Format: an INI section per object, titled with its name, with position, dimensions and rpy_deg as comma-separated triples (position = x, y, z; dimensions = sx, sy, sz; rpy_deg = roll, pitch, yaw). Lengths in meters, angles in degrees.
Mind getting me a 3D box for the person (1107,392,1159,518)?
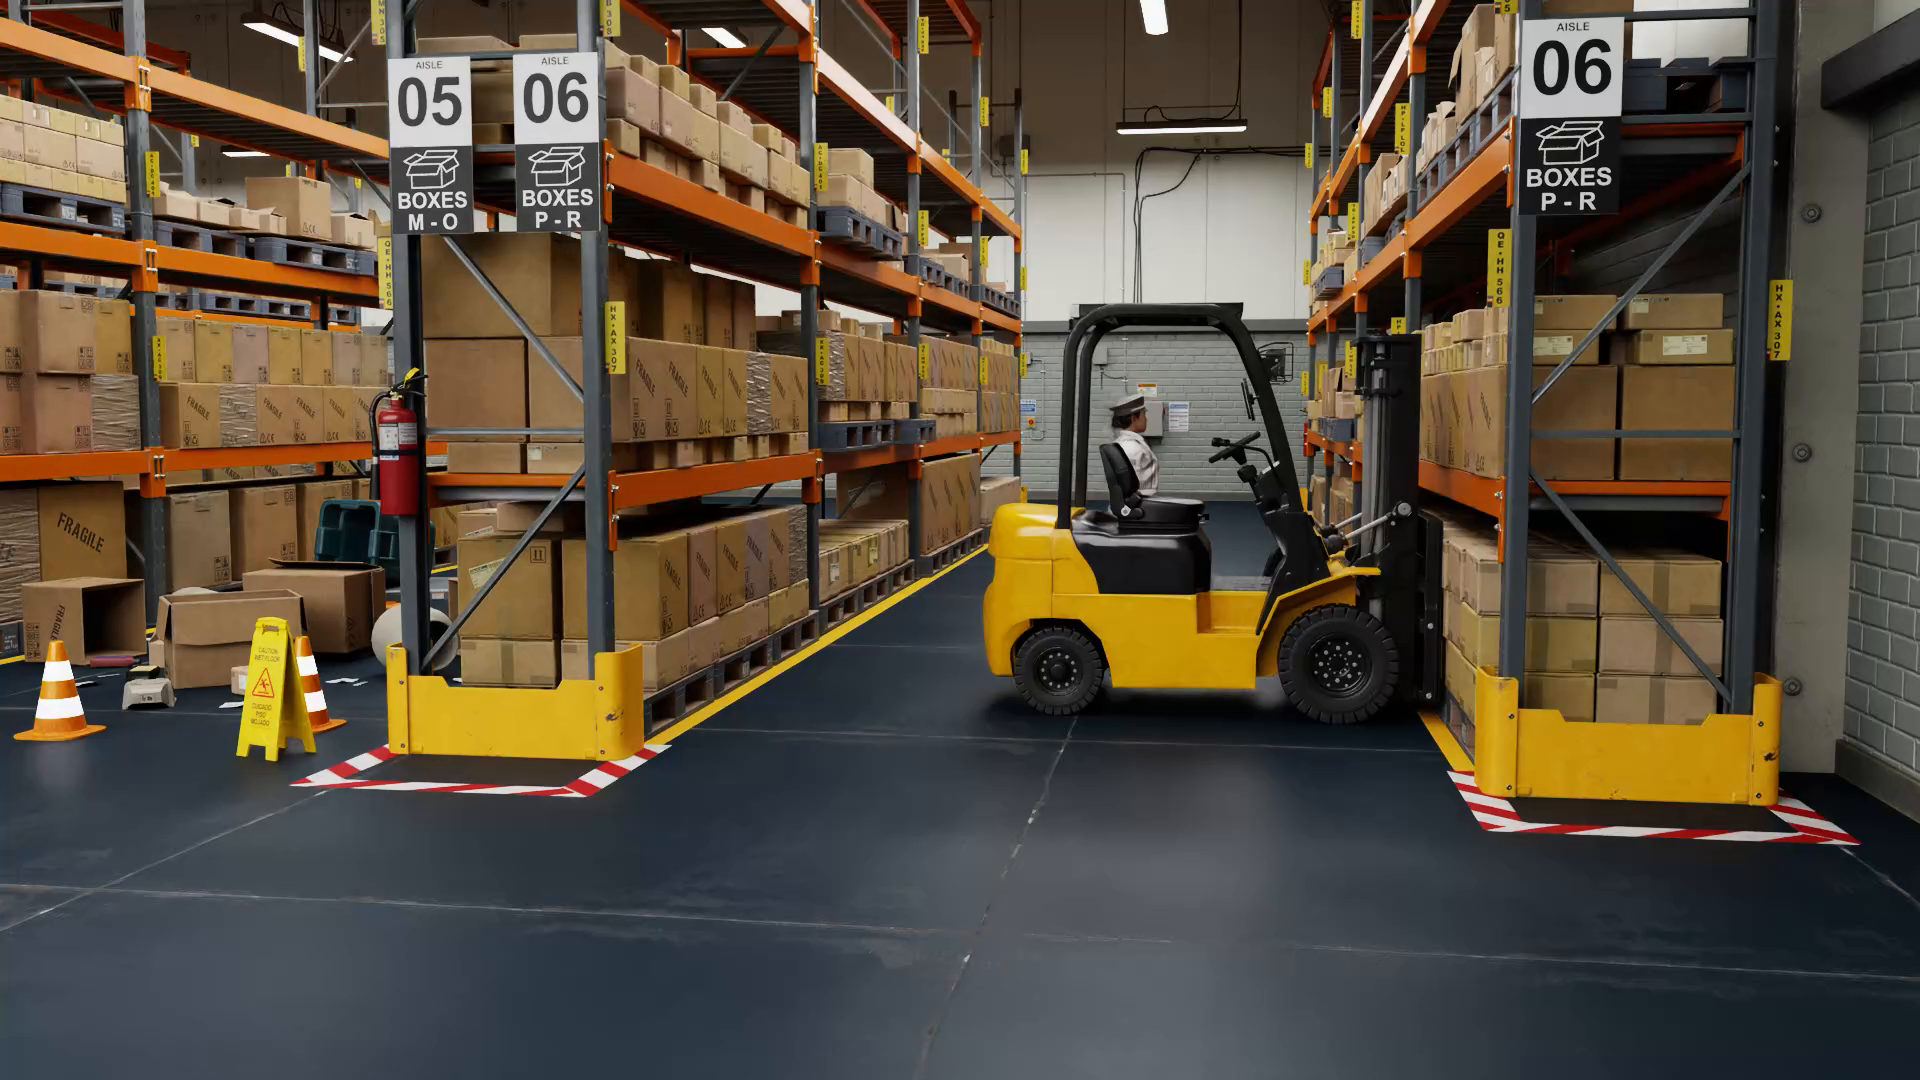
[person]
position = 1.166, -0.105, 10.832
dimensions = 0.421, 1.713, 0.509
rpy_deg = 0, 5, 1
